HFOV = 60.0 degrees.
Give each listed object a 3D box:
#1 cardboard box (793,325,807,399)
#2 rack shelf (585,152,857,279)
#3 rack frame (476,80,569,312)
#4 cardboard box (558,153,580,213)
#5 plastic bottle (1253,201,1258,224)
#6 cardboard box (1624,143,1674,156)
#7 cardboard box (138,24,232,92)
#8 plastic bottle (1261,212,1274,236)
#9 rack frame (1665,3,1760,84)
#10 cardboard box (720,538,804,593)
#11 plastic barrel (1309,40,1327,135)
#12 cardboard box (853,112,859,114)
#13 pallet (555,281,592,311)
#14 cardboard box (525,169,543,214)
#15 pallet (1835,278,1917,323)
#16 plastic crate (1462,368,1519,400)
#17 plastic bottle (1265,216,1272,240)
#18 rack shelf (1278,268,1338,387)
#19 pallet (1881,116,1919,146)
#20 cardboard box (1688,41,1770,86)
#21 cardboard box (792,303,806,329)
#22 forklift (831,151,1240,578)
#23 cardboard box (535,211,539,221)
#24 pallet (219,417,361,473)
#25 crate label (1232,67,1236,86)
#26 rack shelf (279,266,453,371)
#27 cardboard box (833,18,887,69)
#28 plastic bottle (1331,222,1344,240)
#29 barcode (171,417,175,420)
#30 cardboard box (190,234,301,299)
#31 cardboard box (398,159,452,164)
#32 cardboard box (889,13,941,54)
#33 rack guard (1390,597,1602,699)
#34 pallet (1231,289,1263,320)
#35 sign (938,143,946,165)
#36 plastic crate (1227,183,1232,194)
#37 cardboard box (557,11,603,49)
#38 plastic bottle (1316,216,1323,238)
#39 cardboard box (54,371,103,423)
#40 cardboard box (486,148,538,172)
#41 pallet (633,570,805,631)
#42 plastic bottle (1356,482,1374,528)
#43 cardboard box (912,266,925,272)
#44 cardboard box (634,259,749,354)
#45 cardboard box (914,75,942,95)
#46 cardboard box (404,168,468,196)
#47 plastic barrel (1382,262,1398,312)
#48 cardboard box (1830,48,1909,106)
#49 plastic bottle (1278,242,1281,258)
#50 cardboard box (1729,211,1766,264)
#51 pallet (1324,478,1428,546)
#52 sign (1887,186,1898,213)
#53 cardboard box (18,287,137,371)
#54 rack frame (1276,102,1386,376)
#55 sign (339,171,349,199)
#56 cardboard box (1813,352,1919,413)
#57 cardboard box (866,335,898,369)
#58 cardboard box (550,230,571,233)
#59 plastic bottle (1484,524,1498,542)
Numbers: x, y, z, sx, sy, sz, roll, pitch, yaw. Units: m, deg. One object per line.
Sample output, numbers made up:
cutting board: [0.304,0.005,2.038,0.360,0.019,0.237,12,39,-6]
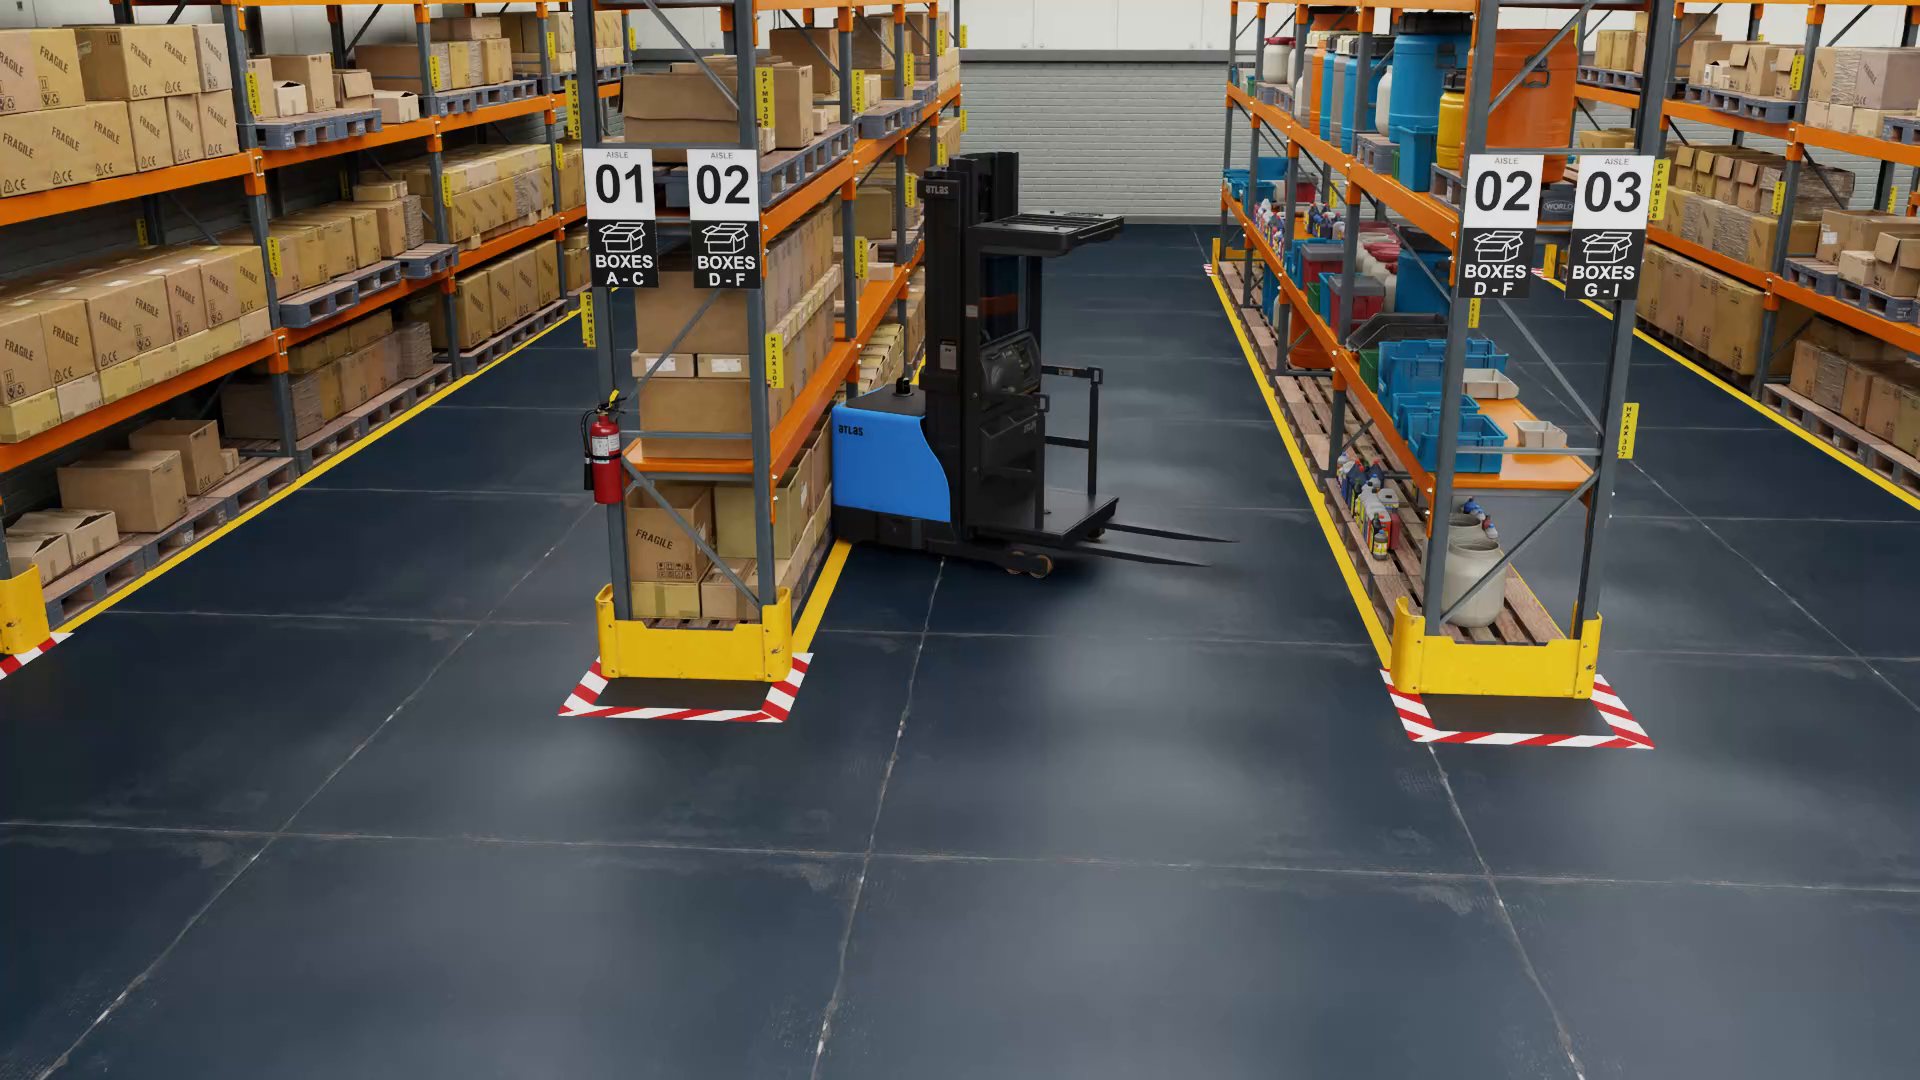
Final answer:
cardboard box: [-1.494,-1.296,11.901,0.700,0.500,0.500,2,18,6]
rack shelf: [-1.505,-2.328,11.548,1.077,0.370,4.000,1,18,4]
rack frame: [-5.729,-4.459,21.715,1.000,3.000,0.127,1,18,4]
cardboard box: [-5.674,-4.770,22.182,0.980,0.700,0.700,2,18,5]
plastic bottle: [3.700,-4.078,20.740,0.061,0.283,0.133,1,18,4]
cardboard box: [8.899,-4.858,21.492,0.500,0.500,0.500,1,18,4]
cardboard box: [-6.068,-3.771,12.998,0.500,0.500,0.500,0,18,-1]
plastic bottle: [3.673,-3.756,19.769,0.152,0.276,0.135,1,18,4]
rack frame: [9.092,-6.979,19.769,1.000,3.000,0.127,1,18,4]
cardboard box: [-1.356,0.167,11.337,0.500,0.250,0.500,1,18,4]
plastic barrel: [3.543,-4.172,15.331,0.600,0.830,0.708,1,18,4]
cardboard box: [-1.164,-4.012,15.098,0.500,0.250,0.500,0,18,-1]
pallet: [-5.597,-3.369,22.865,1.003,0.211,1.213,1,18,4]
cardboard box: [-5.538,-4.350,20.711,0.500,0.500,0.500,1,18,4]
pallet: [8.704,-2.179,15.062,1.003,0.211,1.213,1,18,4]
plastic crate: [3.715,-1.118,11.942,0.530,0.136,0.437,1,18,4]
plastic bottle: [3.620,-3.647,19.442,0.097,0.271,0.097,0,18,0]
rack shelf: [3.722,-2.033,15.465,1.077,0.370,4.000,1,18,4]
pallet: [8.741,-3.491,14.243,1.213,0.211,1.003,1,18,4]
cardboard box: [9.061,-5.620,19.604,0.700,0.500,0.500,2,18,5]
cardboard box: [-1.295,-1.573,11.705,0.380,0.149,0.250,1,18,4]
forklift: [0.557,-1.305,12.198,3.031,2.935,1.130,9,20,25]
cardboard box: [-5.529,-4.080,20.928,0.380,0.149,0.250,2,18,6]
pallet: [-6.249,-0.891,15.305,1.003,0.211,1.213,1,18,4]
crate label: [4.050,-6.556,23.535,0.408,0.251,0.502,1,18,4]
rack shelf: [-6.160,-2.254,16.140,1.077,0.370,4.000,1,18,4]
cardboard box: [-1.037,-5.191,17.365,0.500,0.500,0.500,1,18,4]
plastic bottle: [4.318,-3.495,18.971,0.152,0.276,0.135,1,18,4]
barcode: [-6.581,-0.986,13.908,0.001,0.075,0.075,1,18,4]
cardboard box: [-6.233,-2.389,14.528,0.700,0.500,0.500,1,18,4]
cardboard box: [-6.162,-4.238,19.166,0.500,0.250,0.500,1,18,3]
cardboard box: [-0.614,-6.602,21.671,0.700,0.500,0.500,1,18,4]
rack guard: [3.250,0.652,10.131,1.175,0.500,0.348,1,18,4]
pallet: [4.166,-3.142,22.174,1.003,0.211,1.213,1,18,4]
sign: [-0.234,-4.889,21.167,0.100,0.325,0.005,1,18,4]
plastic crate: [3.939,-5.006,23.710,0.250,0.136,0.298,1,18,4]
cardboard box: [-5.299,-7.109,23.184,0.500,0.500,0.500,0,18,1]
plastic bottle: [4.232,-3.661,19.484,0.097,0.271,0.097,0,18,0]
cardboard box: [-6.215,-0.977,11.295,0.500,0.250,0.500,1,18,2]
cardboard box: [-5.554,-4.705,20.589,0.500,0.250,0.500,2,18,5]
pallet: [-1.635,0.464,11.169,1.003,0.211,1.213,1,18,4]
plastic bottle: [3.063,-0.272,12.483,0.144,0.351,0.185,1,18,3]
cardboard box: [-0.538,-3.212,21.215,0.500,0.500,0.500,1,18,4]
cardboard box: [-1.599,-1.448,10.281,0.700,0.500,0.500,1,18,4]
cardboard box: [-0.507,-5.850,21.382,0.500,0.250,0.500,1,18,4]
cardboard box: [-5.724,-3.916,18.182,0.500,0.250,0.500,2,18,5]
plastic barrel: [3.866,-2.110,14.328,0.433,0.535,0.433,0,18,0]
cardboard box: [8.475,-4.298,15.443,0.500,0.500,0.500,1,18,4]
plastic bottle: [3.519,-3.174,18.111,0.097,0.201,0.097,0,18,0]
cardboard box: [8.635,-3.246,17.853,0.500,0.500,0.500,1,18,3]
pallet: [3.489,-0.221,13.258,1.003,0.211,1.213,1,18,4]
sign: [9.347,-3.389,16.716,0.100,0.325,0.005,1,18,4]
cardboard box: [-6.167,-1.482,11.634,0.500,0.500,0.500,1,18,2]
rack frame: [3.865,-2.996,17.249,1.000,3.000,0.127,1,18,4]
sign: [-6.570,-3.779,17.778,0.100,0.325,0.005,1,18,4]
cardboard box: [8.750,-1.525,16.069,0.700,0.500,0.500,0,18,-1]
cardboard box: [-0.898,-1.937,16.859,0.500,0.311,0.500,1,18,3]
cardboard box: [-5.709,-4.293,23.505,0.380,0.149,0.250,1,18,4]
plastic bottle: [3.733,0.020,11.720,0.097,0.271,0.097,0,18,0]
